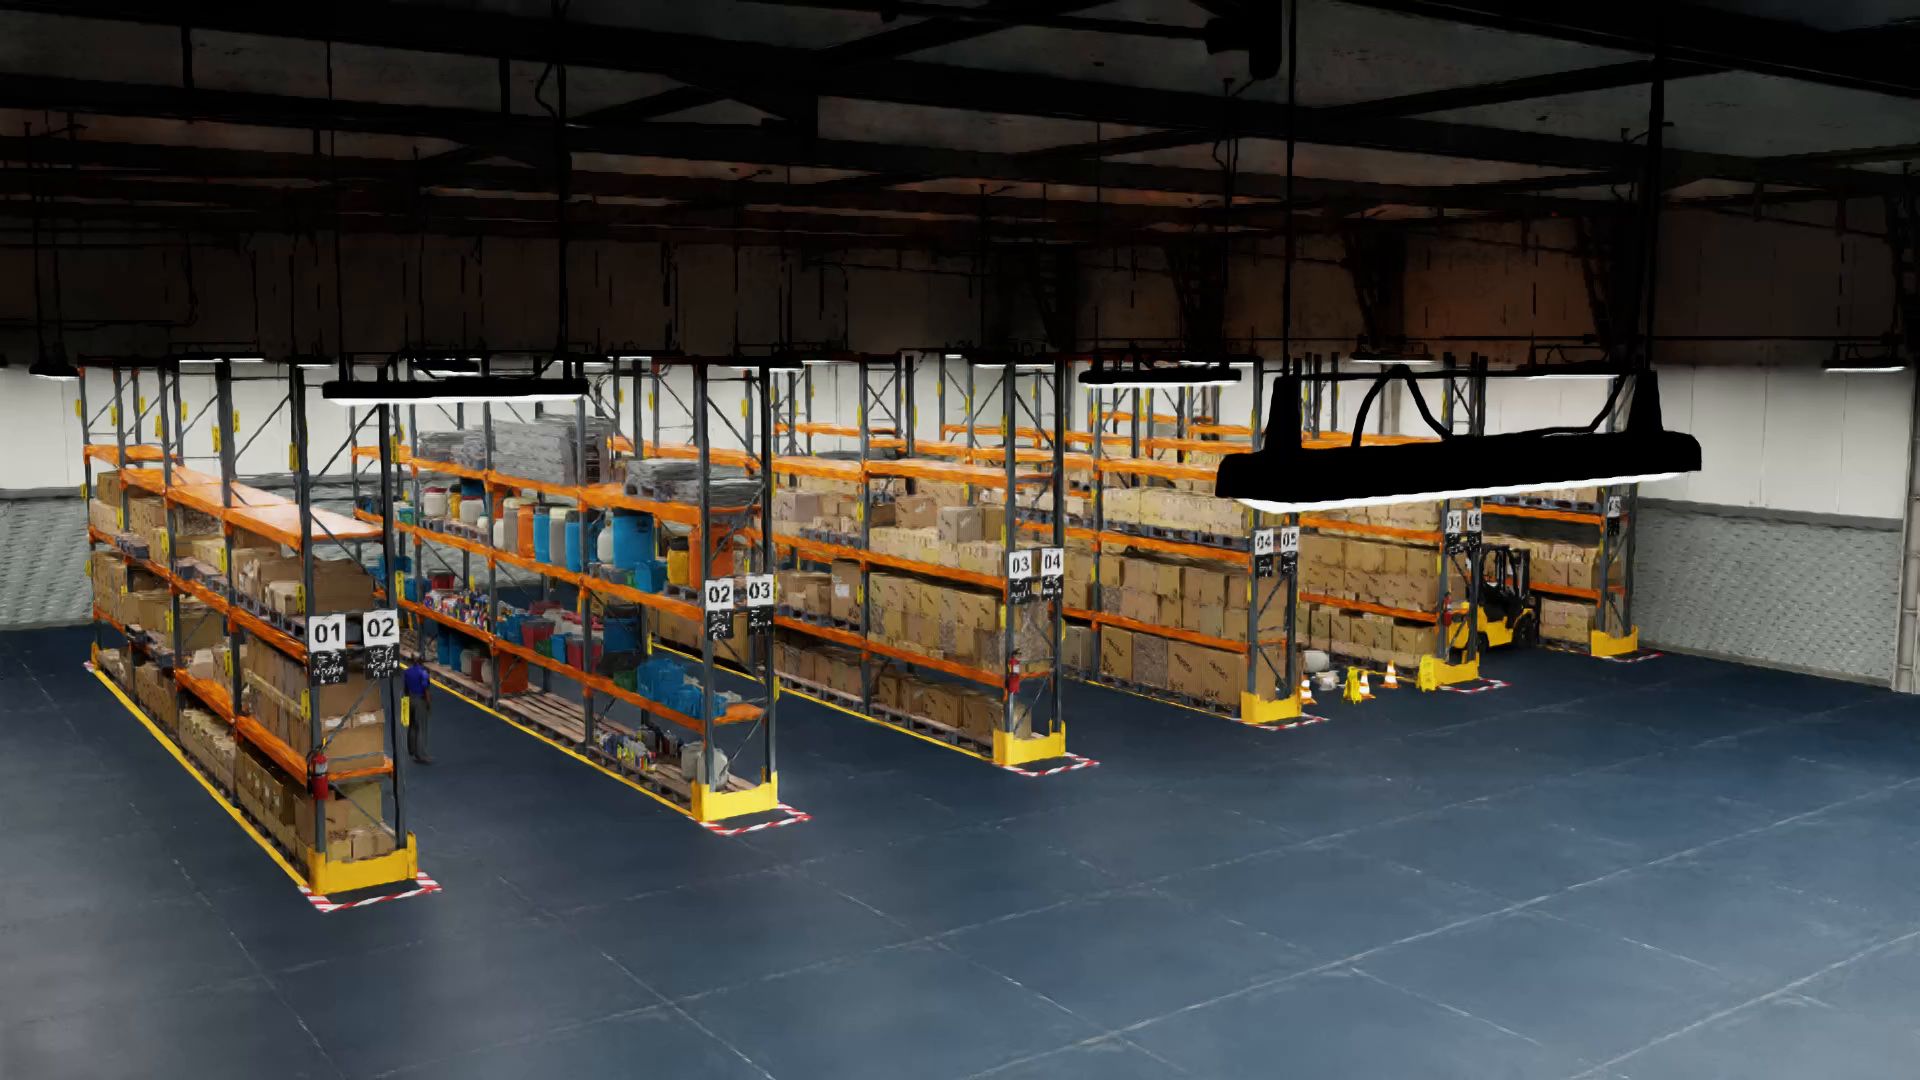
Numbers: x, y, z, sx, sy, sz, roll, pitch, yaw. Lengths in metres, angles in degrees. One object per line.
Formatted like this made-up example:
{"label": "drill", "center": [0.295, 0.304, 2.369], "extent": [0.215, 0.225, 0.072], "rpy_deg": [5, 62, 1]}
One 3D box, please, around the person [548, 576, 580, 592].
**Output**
{"label": "person", "center": [-9.882, 0.444, 41.486], "extent": [0.885, 1.709, 0.726], "rpy_deg": [5, 9, 36]}

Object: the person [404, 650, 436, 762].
{"label": "person", "center": [-8.106, 2.475, 24.956], "extent": [0.551, 1.666, 0.440], "rpy_deg": [4, 8, 27]}
